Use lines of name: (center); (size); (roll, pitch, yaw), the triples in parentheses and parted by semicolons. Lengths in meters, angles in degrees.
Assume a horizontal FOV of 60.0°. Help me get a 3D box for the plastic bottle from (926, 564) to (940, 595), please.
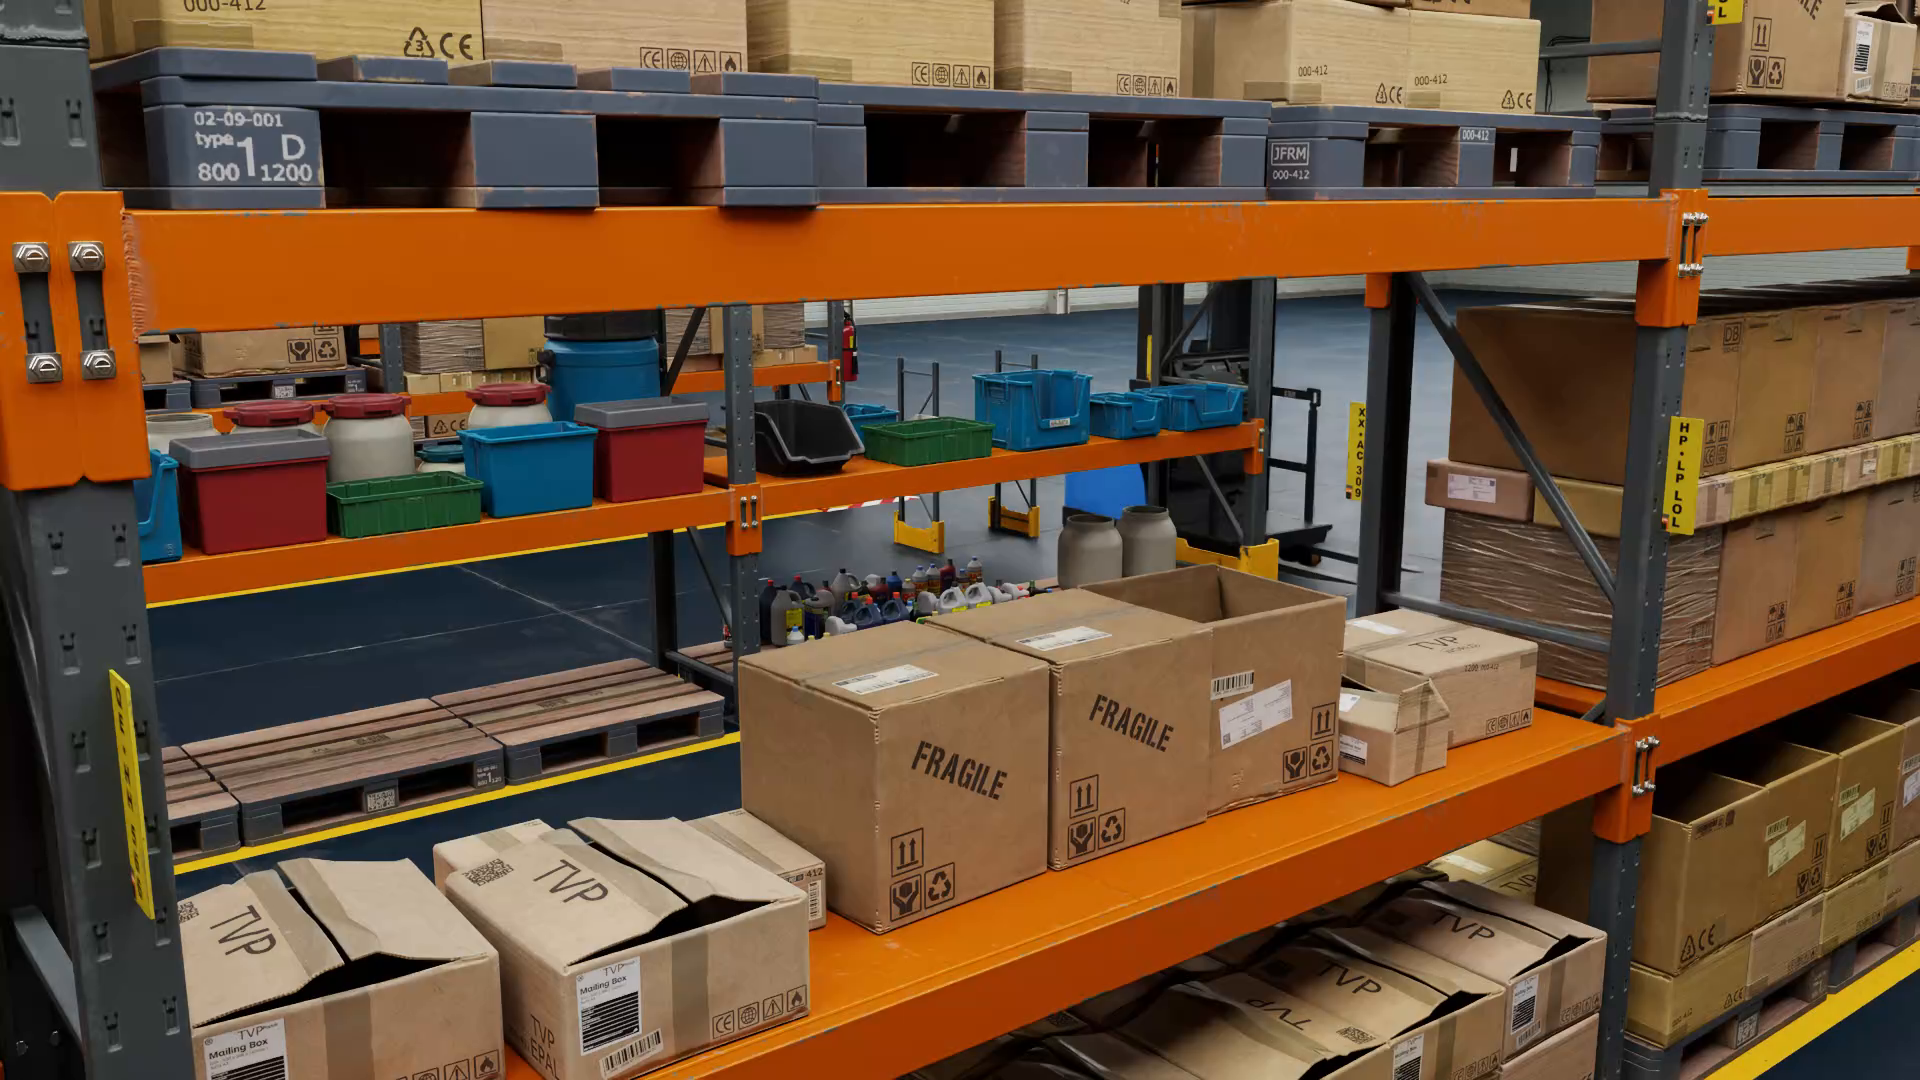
plastic bottle: (-0.172, 0.286, 10.567); (0.097, 0.271, 0.097); (0, 12, 0)

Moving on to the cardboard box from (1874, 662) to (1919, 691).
cardboard box: (3.793, 0.765, 6.610); (0.500, 0.500, 0.500); (-9, 15, -38)

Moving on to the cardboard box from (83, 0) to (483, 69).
cardboard box: (-1.131, -0.888, 2.715); (0.500, 0.250, 0.500); (-11, 16, -42)

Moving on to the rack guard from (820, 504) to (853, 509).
rack guard: (-1.448, -0.633, 15.406); (0.348, 0.500, 1.175); (-9, 15, -38)

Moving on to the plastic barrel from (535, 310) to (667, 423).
plastic barrel: (-1.909, -0.787, 8.908); (0.708, 0.901, 0.600); (-9, 15, -38)

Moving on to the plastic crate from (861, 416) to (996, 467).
plastic crate: (-0.181, -0.570, 9.601); (0.662, 0.188, 0.450); (-9, 15, -38)

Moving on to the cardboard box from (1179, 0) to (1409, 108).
cardboard box: (0.759, -1.188, 4.132); (0.500, 0.250, 0.500); (-11, 17, -43)

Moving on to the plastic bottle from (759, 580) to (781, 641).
plastic bottle: (-1.095, 0.407, 9.808); (0.185, 0.351, 0.144); (-10, 16, -39)

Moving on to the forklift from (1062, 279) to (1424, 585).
forklift: (2.084, -1.219, 12.314); (1.130, 2.935, 3.031); (-8, 15, -34)

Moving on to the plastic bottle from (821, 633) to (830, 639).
plastic bottle: (-0.736, 0.614, 9.194); (0.097, 0.201, 0.097); (0, 12, 0)

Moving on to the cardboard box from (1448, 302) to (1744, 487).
cardboard box: (2.016, -0.481, 5.310); (0.500, 0.500, 0.700); (-9, 15, -37)

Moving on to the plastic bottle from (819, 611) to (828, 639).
plastic bottle: (-0.727, 0.537, 9.361); (0.133, 0.283, 0.061); (-9, 15, -38)

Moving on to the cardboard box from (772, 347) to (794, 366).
cardboard box: (-1.678, -1.640, 14.734); (0.250, 0.149, 0.380); (-9, 15, -38)

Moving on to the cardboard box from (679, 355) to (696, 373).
cardboard box: (-2.448, -1.507, 14.110); (0.250, 0.149, 0.380); (-9, 15, -38)

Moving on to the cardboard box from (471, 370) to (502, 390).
cardboard box: (-3.775, -1.270, 12.992); (0.250, 0.149, 0.380); (-9, 15, -38)

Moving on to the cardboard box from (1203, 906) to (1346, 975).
cardboard box: (0.801, 1.203, 4.999); (0.500, 0.311, 0.500); (-10, 15, -38)

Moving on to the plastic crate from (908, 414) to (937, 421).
plastic crate: (-0.308, -0.666, 10.178); (0.437, 0.136, 0.530); (-9, 15, -38)

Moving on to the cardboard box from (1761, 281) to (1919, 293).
cardboard box: (3.583, -0.742, 6.536); (0.500, 0.500, 0.700); (-9, 15, -37)

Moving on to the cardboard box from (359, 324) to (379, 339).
cardboard box: (-6.340, -2.413, 17.411); (0.550, 0.550, 0.875); (-9, 15, -38)

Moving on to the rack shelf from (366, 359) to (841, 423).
rack shelf: (-2.950, -1.254, 14.045); (4.000, 0.370, 1.077); (-9, 15, -38)

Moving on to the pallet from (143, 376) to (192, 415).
pallet: (-6.115, -0.997, 11.565); (1.213, 0.211, 1.003); (-9, 15, -38)

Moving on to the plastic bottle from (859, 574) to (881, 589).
plastic bottle: (-0.564, 0.356, 10.227); (0.135, 0.276, 0.152); (-9, 15, -37)

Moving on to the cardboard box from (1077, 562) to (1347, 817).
cardboard box: (0.652, 0.377, 4.390); (0.500, 0.500, 0.500); (-8, 14, -34)

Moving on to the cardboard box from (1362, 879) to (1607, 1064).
cardboard box: (1.537, 1.225, 4.896); (0.500, 0.311, 0.500); (-9, 15, -38)

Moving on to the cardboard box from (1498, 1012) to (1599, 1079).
cardboard box: (1.531, 1.501, 4.946); (0.500, 0.250, 0.500); (-10, 15, -38)

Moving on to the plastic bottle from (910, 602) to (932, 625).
plastic bottle: (-0.226, 0.494, 9.562); (0.133, 0.283, 0.061); (-9, 15, -35)

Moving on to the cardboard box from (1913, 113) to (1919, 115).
cardboard box: (3.629, -1.691, 6.018); (0.500, 0.311, 0.500); (-7, 14, -31)

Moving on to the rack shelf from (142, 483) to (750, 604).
rack shelf: (-2.979, 0.068, 7.817); (4.000, 0.370, 1.077); (-9, 15, -38)

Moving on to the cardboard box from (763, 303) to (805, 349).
cardboard box: (-1.835, -1.993, 14.836); (0.500, 0.500, 0.875); (-9, 15, -38)

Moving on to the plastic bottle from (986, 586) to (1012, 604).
plastic bottle: (0.223, 0.411, 9.971); (0.135, 0.276, 0.152); (-10, 16, -39)

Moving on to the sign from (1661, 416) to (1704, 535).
sign: (2.020, -0.180, 4.658); (0.005, 0.325, 0.100); (-9, 15, -38)

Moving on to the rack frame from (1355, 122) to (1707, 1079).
rack frame: (1.674, 0.261, 5.179); (0.127, 3.000, 1.000); (-9, 15, -38)

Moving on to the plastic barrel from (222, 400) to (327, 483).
plastic barrel: (-3.213, -0.370, 7.821); (0.433, 0.535, 0.433); (0, 12, 0)

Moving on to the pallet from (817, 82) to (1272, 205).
pallet: (-0.104, -0.843, 3.611); (1.213, 0.211, 1.003); (-9, 15, -35)

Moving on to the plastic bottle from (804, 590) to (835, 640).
plastic bottle: (-0.833, 0.440, 9.835); (0.135, 0.276, 0.152); (-9, 15, -38)

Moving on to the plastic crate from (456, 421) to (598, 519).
plastic crate: (-2.085, -0.342, 8.055); (0.575, 0.384, 0.392); (-9, 15, -38)

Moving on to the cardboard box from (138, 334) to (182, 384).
cardboard box: (-5.808, -1.362, 11.564); (0.637, 0.503, 0.797); (-8, 14, -32)

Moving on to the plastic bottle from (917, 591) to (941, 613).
plastic bottle: (-0.161, 0.436, 9.851); (0.135, 0.276, 0.152); (-9, 15, -38)

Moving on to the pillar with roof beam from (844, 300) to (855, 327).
pillar with roof beam: (0.270, -8.127, 30.236); (0.548, 9.000, 9.100); (-9, 15, -38)

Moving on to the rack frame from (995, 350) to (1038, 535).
rack frame: (0.464, -0.811, 13.836); (0.032, 1.500, 0.500); (-9, 15, -38)

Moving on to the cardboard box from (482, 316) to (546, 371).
cardboard box: (-3.709, -1.648, 13.213); (0.500, 0.500, 0.875); (-9, 15, -38)

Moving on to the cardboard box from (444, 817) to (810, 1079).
cardboard box: (-0.630, 0.739, 3.143); (0.500, 0.311, 0.500); (-10, 15, -38)

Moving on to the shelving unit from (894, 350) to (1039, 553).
shelving unit: (0.060, -0.744, 13.520); (1.083, 1.500, 0.587); (-9, 15, -38)

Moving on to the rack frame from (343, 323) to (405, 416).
rack frame: (-4.512, -1.346, 12.748); (0.127, 3.000, 1.000); (-9, 15, -38)

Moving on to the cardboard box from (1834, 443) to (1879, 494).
cardboard box: (3.008, -0.277, 5.908); (0.250, 0.149, 0.380); (-10, 16, -39)

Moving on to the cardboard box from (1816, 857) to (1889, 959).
cardboard box: (3.012, 1.261, 6.076); (0.500, 0.250, 0.500); (-9, 15, -38)

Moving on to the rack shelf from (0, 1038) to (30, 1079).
rack shelf: (-3.011, 1.391, 1.587); (4.000, 0.370, 1.077); (-9, 15, -38)

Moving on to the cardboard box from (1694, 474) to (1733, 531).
cardboard box: (2.200, -0.141, 5.271); (0.250, 0.149, 0.380); (-9, 15, -37)

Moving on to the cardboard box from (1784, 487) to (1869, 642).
cardboard box: (2.818, 0.019, 6.075); (0.500, 0.500, 0.700); (-9, 15, -37)

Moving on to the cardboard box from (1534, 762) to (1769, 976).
cardboard box: (2.231, 1.024, 5.387); (0.500, 0.500, 0.500); (-9, 15, -38)

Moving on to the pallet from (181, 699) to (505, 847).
pallet: (-2.960, 1.088, 7.995); (1.213, 0.211, 1.003); (-9, 15, -38)
